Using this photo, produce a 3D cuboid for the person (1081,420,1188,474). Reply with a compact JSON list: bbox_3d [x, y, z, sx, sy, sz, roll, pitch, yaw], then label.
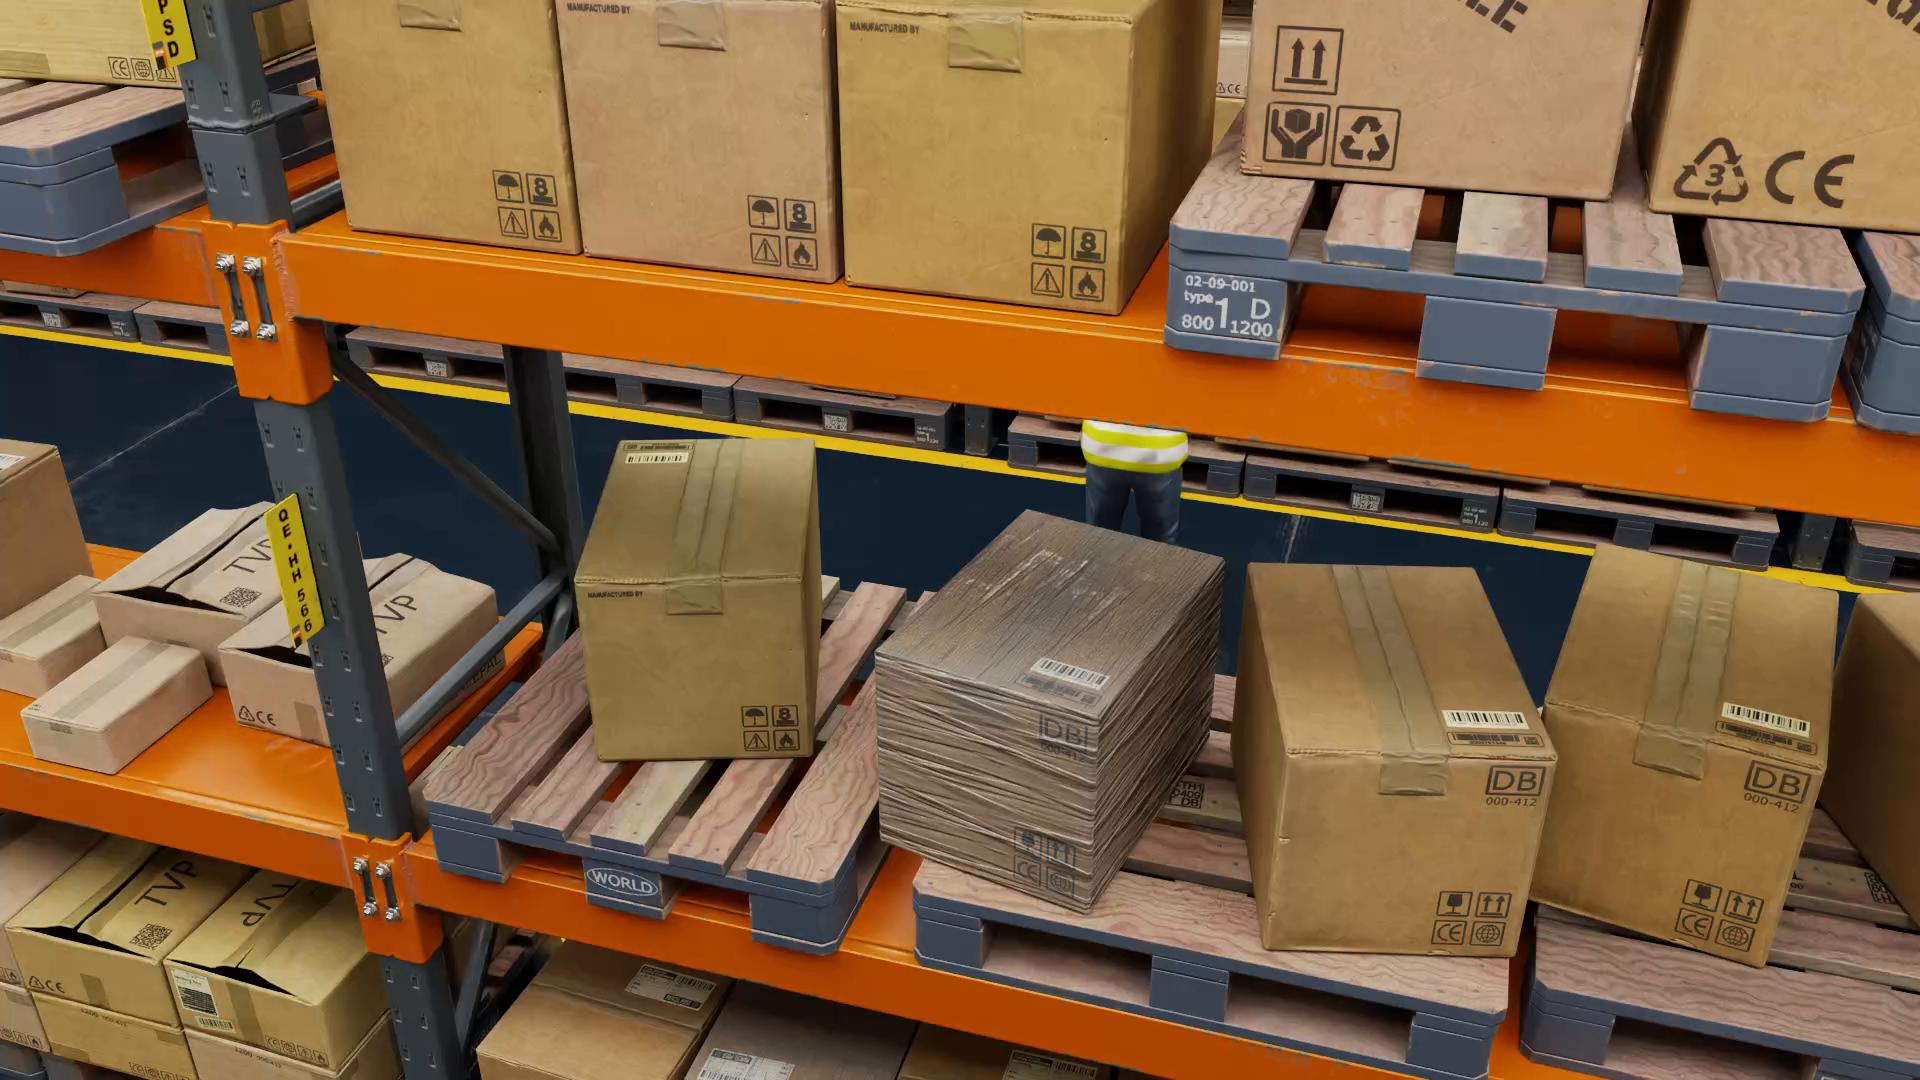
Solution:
[{"bbox_3d":[-6.235,2.421,0.268,9.829,3.195,17.768,8,30,14],"label":"person"}]
